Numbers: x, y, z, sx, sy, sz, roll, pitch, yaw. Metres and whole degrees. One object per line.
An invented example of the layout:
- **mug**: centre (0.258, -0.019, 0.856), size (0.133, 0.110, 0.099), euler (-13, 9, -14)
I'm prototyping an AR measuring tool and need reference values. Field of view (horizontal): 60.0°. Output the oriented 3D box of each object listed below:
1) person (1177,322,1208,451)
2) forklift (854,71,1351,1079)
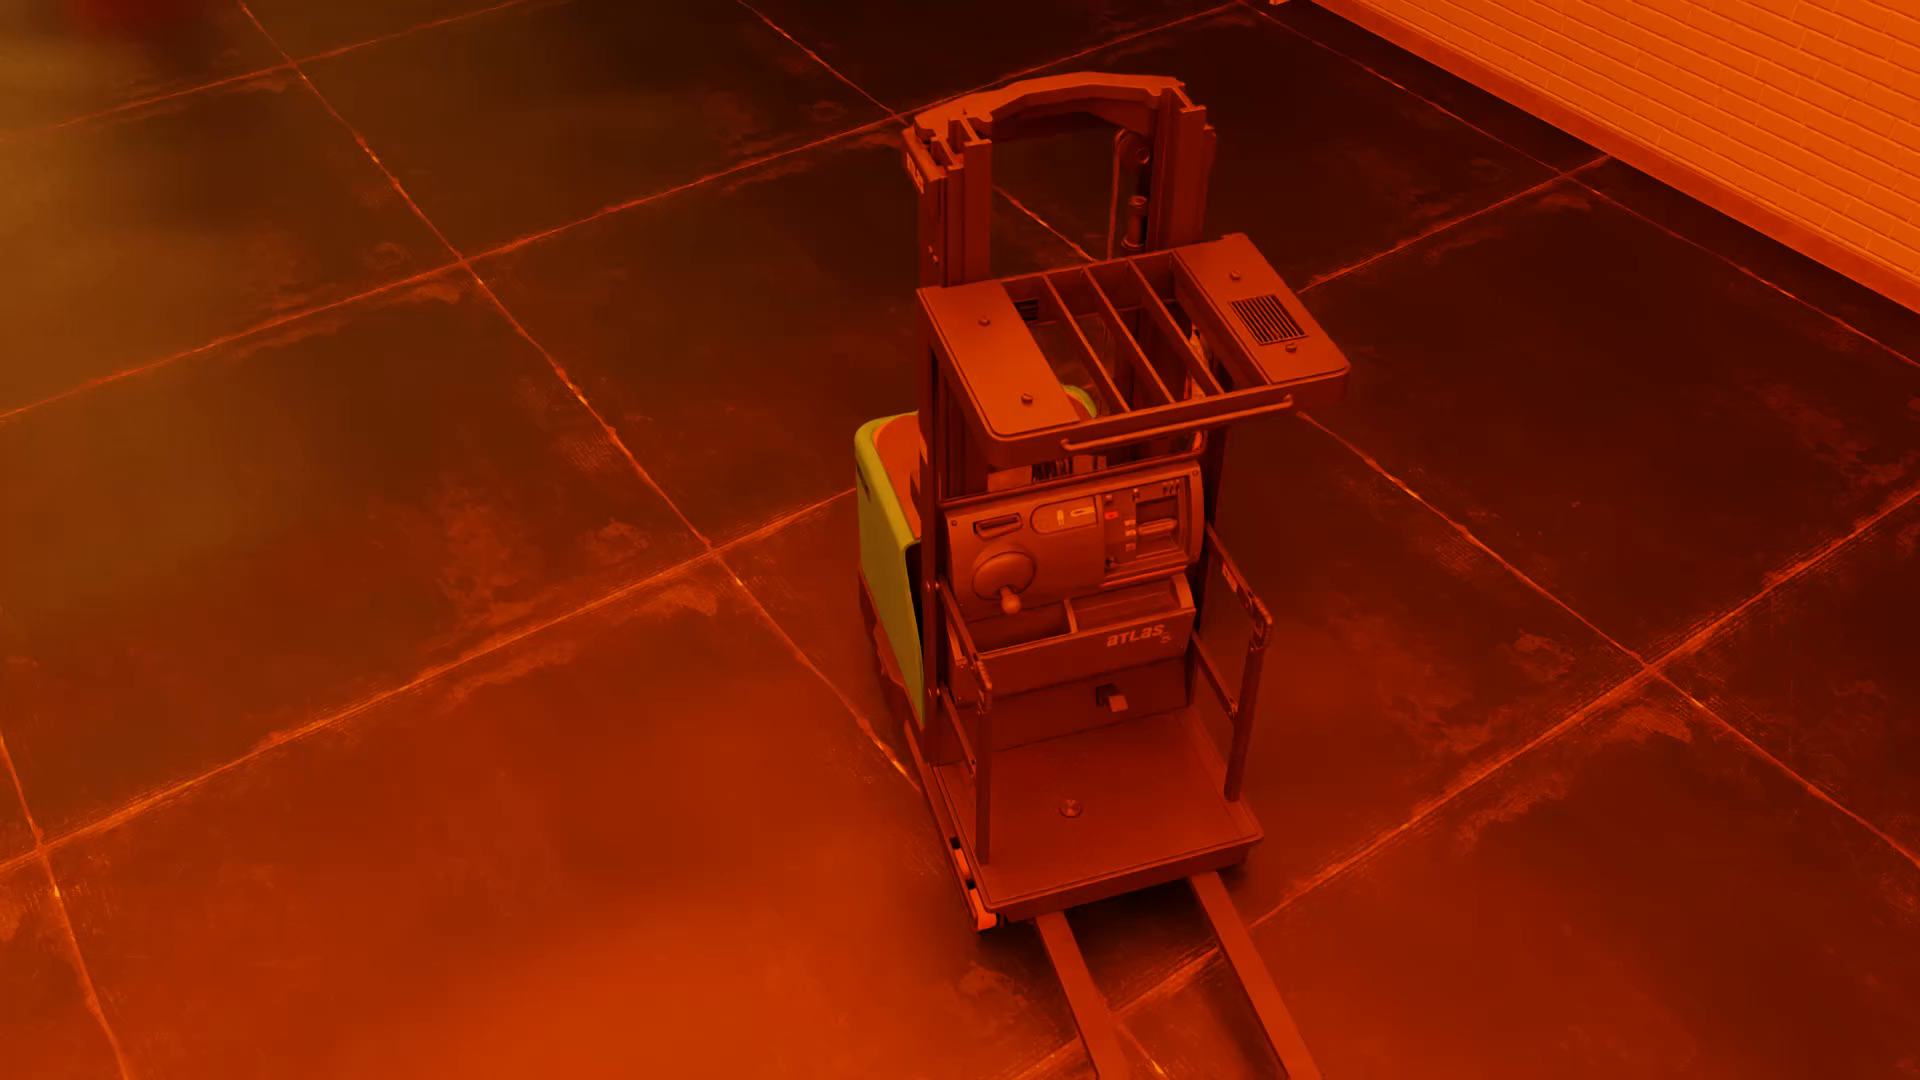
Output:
- **person**: centre (0.896, -0.554, 7.367), size (0.381, 1.524, 0.728), euler (-19, 46, -20)
- **forklift**: centre (0.473, 0.085, 5.623), size (1.130, 2.935, 3.031), euler (-12, 44, -13)
